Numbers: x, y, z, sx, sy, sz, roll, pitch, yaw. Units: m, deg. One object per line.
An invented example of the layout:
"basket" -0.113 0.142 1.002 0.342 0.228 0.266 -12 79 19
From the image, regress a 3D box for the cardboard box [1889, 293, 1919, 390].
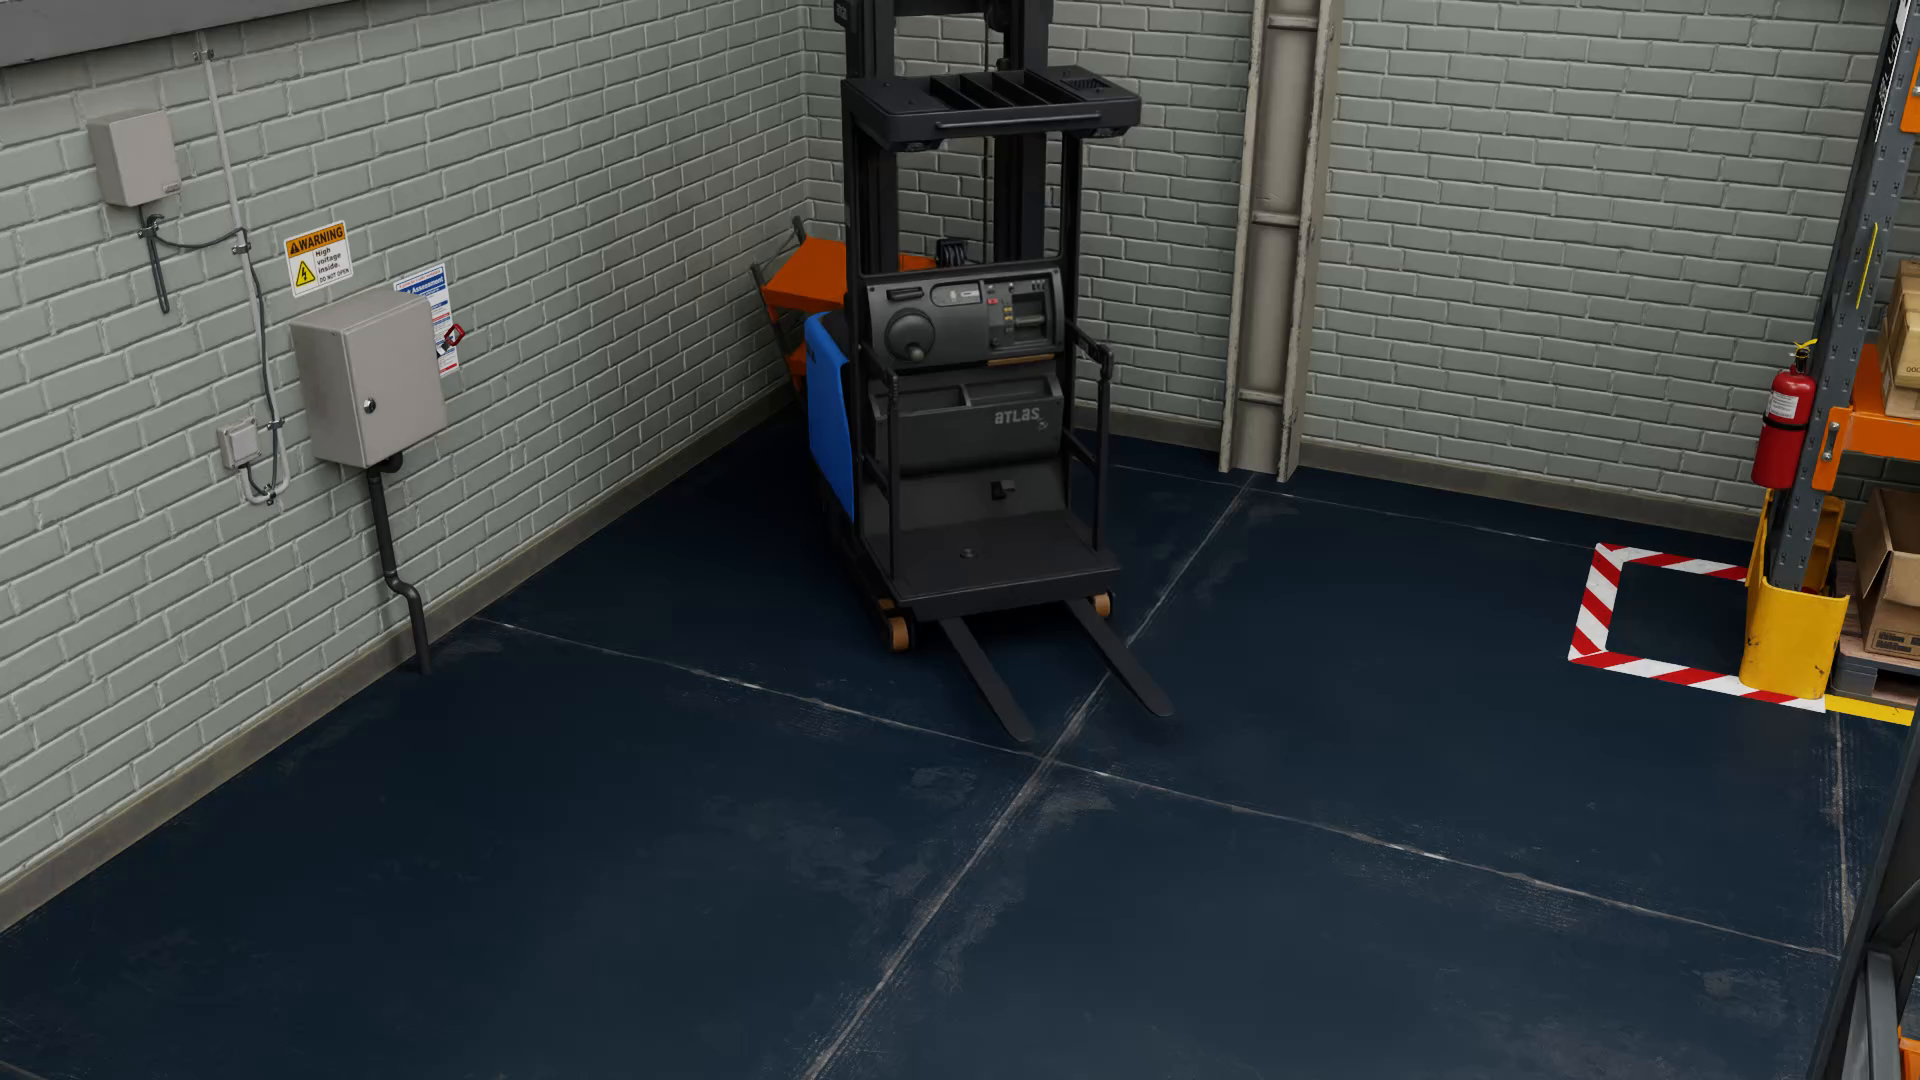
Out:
"cardboard box" 4.109 -0.787 6.786 0.500 0.250 0.500 12 28 22

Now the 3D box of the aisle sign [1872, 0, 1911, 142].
"aisle sign" 3.624 -1.973 6.418 0.004 0.787 0.394 11 28 22

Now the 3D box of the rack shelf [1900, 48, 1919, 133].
"rack shelf" 5.628 -1.570 5.961 4.000 0.370 1.077 11 28 22

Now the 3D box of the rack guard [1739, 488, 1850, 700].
"rack guard" 3.876 0.223 7.731 0.348 0.500 1.175 11 28 22

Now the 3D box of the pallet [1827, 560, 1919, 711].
"pallet" 4.602 0.498 7.499 1.213 0.211 1.003 11 28 22

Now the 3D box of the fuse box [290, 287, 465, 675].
"fuse box" -2.384 -0.177 7.173 0.414 1.711 0.539 11 28 22

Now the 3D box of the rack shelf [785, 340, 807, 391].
"rack shelf" -0.479 -1.079 10.015 1.000 0.278 0.538 14 52 27

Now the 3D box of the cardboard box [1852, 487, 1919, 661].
"cardboard box" 4.325 0.169 7.361 0.637 0.503 0.797 10 28 20

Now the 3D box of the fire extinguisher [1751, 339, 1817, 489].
"fire extinguisher" 3.482 -0.551 6.984 0.183 0.674 0.296 11 28 22

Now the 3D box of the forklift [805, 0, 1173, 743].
"forklift" 0.098 -0.994 7.451 1.130 2.935 3.031 -8 27 -16

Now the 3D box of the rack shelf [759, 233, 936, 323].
"rack shelf" -0.586 -1.445 9.637 1.000 0.278 0.538 14 52 27

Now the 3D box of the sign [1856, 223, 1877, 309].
"sign" 3.583 -1.082 6.572 0.005 0.325 0.100 11 28 22

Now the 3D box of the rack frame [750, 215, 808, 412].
"rack frame" -0.965 -1.358 10.077 0.032 1.125 0.500 14 52 27

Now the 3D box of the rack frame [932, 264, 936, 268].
"rack frame" -0.090 -1.132 9.610 0.032 1.125 0.500 14 52 27

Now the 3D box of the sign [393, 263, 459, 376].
"sign" -2.368 -0.949 7.389 0.001 0.494 0.329 11 28 22

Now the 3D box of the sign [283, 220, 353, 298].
"sign" -2.596 -1.141 6.737 0.001 0.242 0.339 11 28 22

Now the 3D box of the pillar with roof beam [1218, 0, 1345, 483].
"pillar with roof beam" -0.056 -2.728 4.103 0.400 9.000 9.100 11 28 22

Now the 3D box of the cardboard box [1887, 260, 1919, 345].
"cardboard box" 4.336 -1.001 7.220 0.500 0.250 0.500 12 29 23

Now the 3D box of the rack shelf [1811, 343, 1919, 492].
"rack shelf" 5.628 -0.224 6.623 4.000 0.370 1.077 11 28 22

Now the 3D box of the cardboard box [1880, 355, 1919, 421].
"cardboard box" 3.993 -0.629 6.916 0.250 0.149 0.380 11 28 21

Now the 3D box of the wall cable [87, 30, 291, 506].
"wall cable" -2.810 -0.965 6.165 0.122 1.984 0.588 11 28 22

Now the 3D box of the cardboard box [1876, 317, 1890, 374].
"cardboard box" 4.220 -0.847 7.359 0.250 0.149 0.380 11 28 21

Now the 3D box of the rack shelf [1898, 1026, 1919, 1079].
"rack shelf" 3.577 1.773 2.568 4.000 0.370 1.077 11 28 22

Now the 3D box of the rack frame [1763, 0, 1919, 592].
"rack frame" 3.807 -0.912 7.207 0.127 3.000 1.000 11 28 22

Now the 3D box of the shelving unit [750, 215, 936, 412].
"shelving unit" -0.528 -1.245 9.843 1.048 1.125 0.538 14 52 27
